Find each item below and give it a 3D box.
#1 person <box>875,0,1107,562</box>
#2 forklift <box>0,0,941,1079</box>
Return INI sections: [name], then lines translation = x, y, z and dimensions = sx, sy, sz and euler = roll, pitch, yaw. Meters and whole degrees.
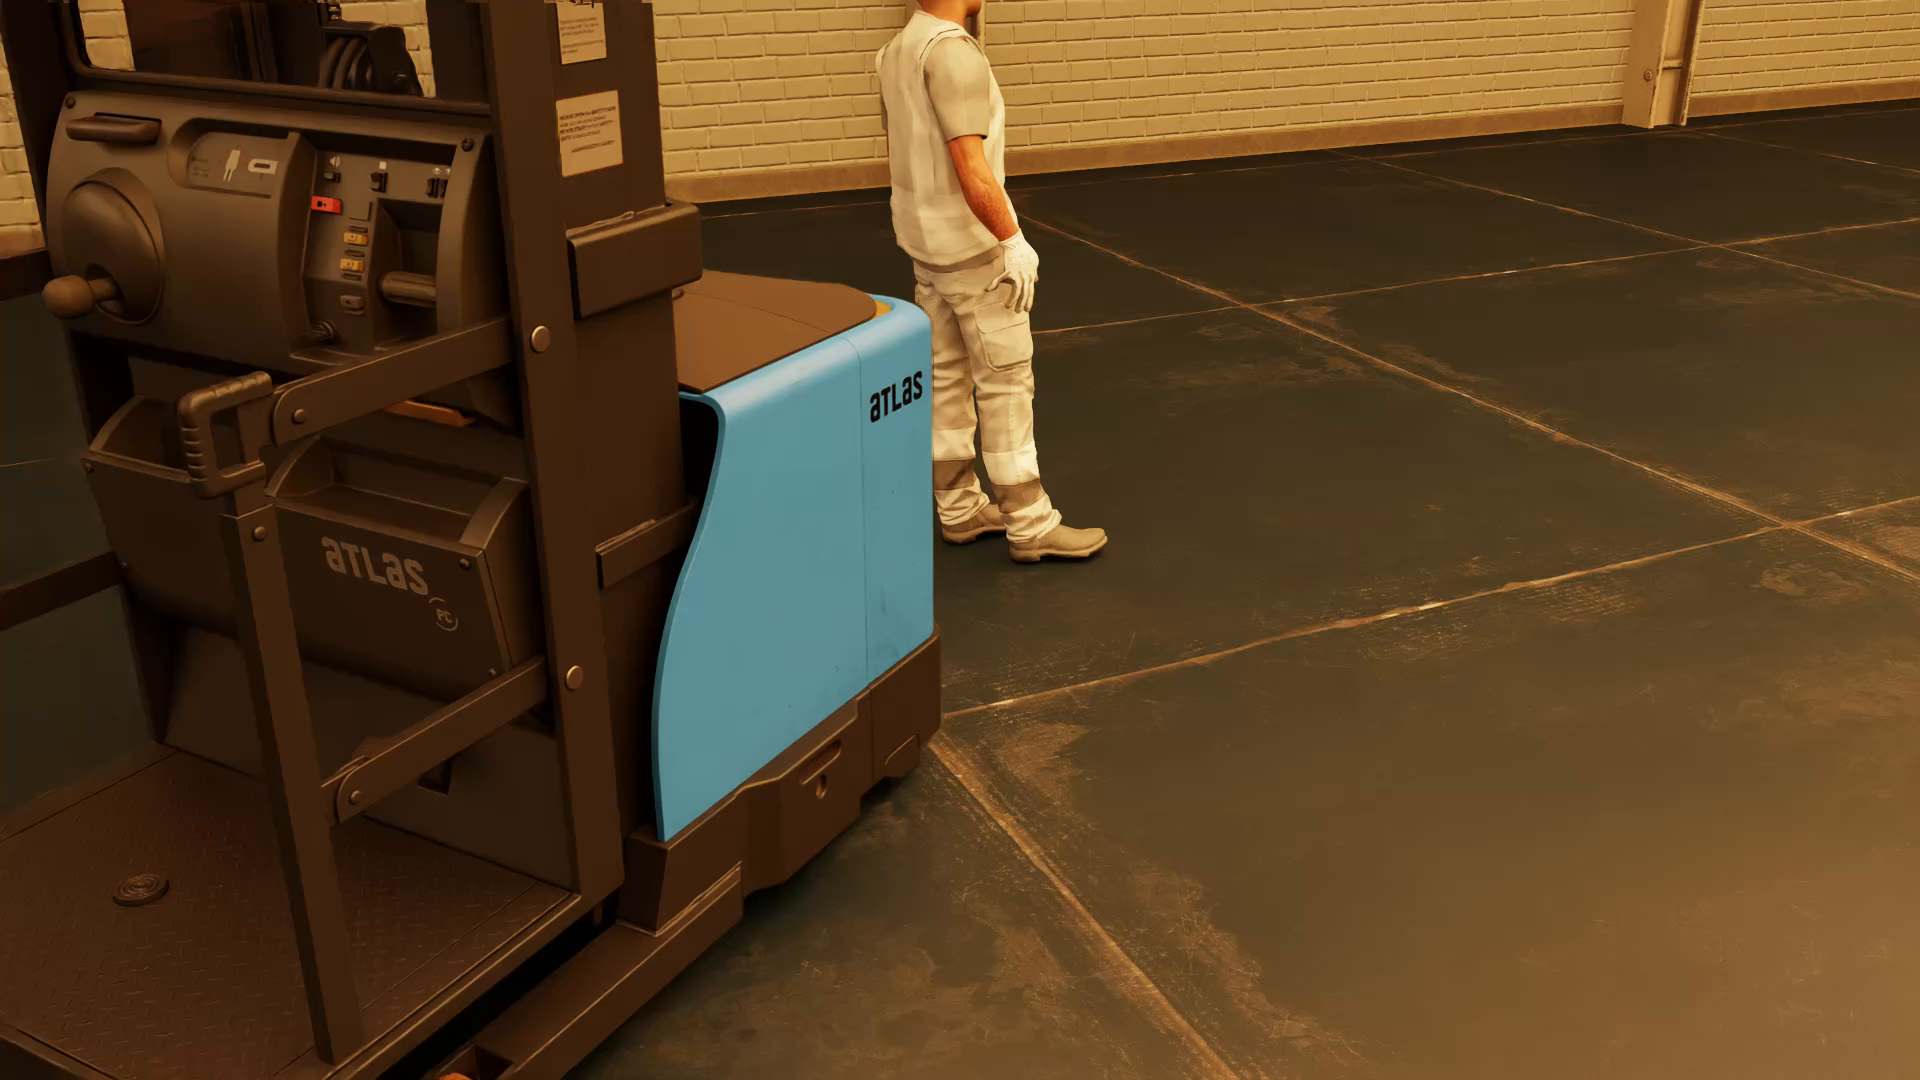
[person]
translation = 0.078, -0.842, 4.781
dimensions = 0.563, 1.788, 0.638
euler = -10, 25, -23
[forklift]
translation = -1.196, -0.464, 2.404
dimensions = 1.130, 2.935, 3.031
euler = 12, 25, 26
